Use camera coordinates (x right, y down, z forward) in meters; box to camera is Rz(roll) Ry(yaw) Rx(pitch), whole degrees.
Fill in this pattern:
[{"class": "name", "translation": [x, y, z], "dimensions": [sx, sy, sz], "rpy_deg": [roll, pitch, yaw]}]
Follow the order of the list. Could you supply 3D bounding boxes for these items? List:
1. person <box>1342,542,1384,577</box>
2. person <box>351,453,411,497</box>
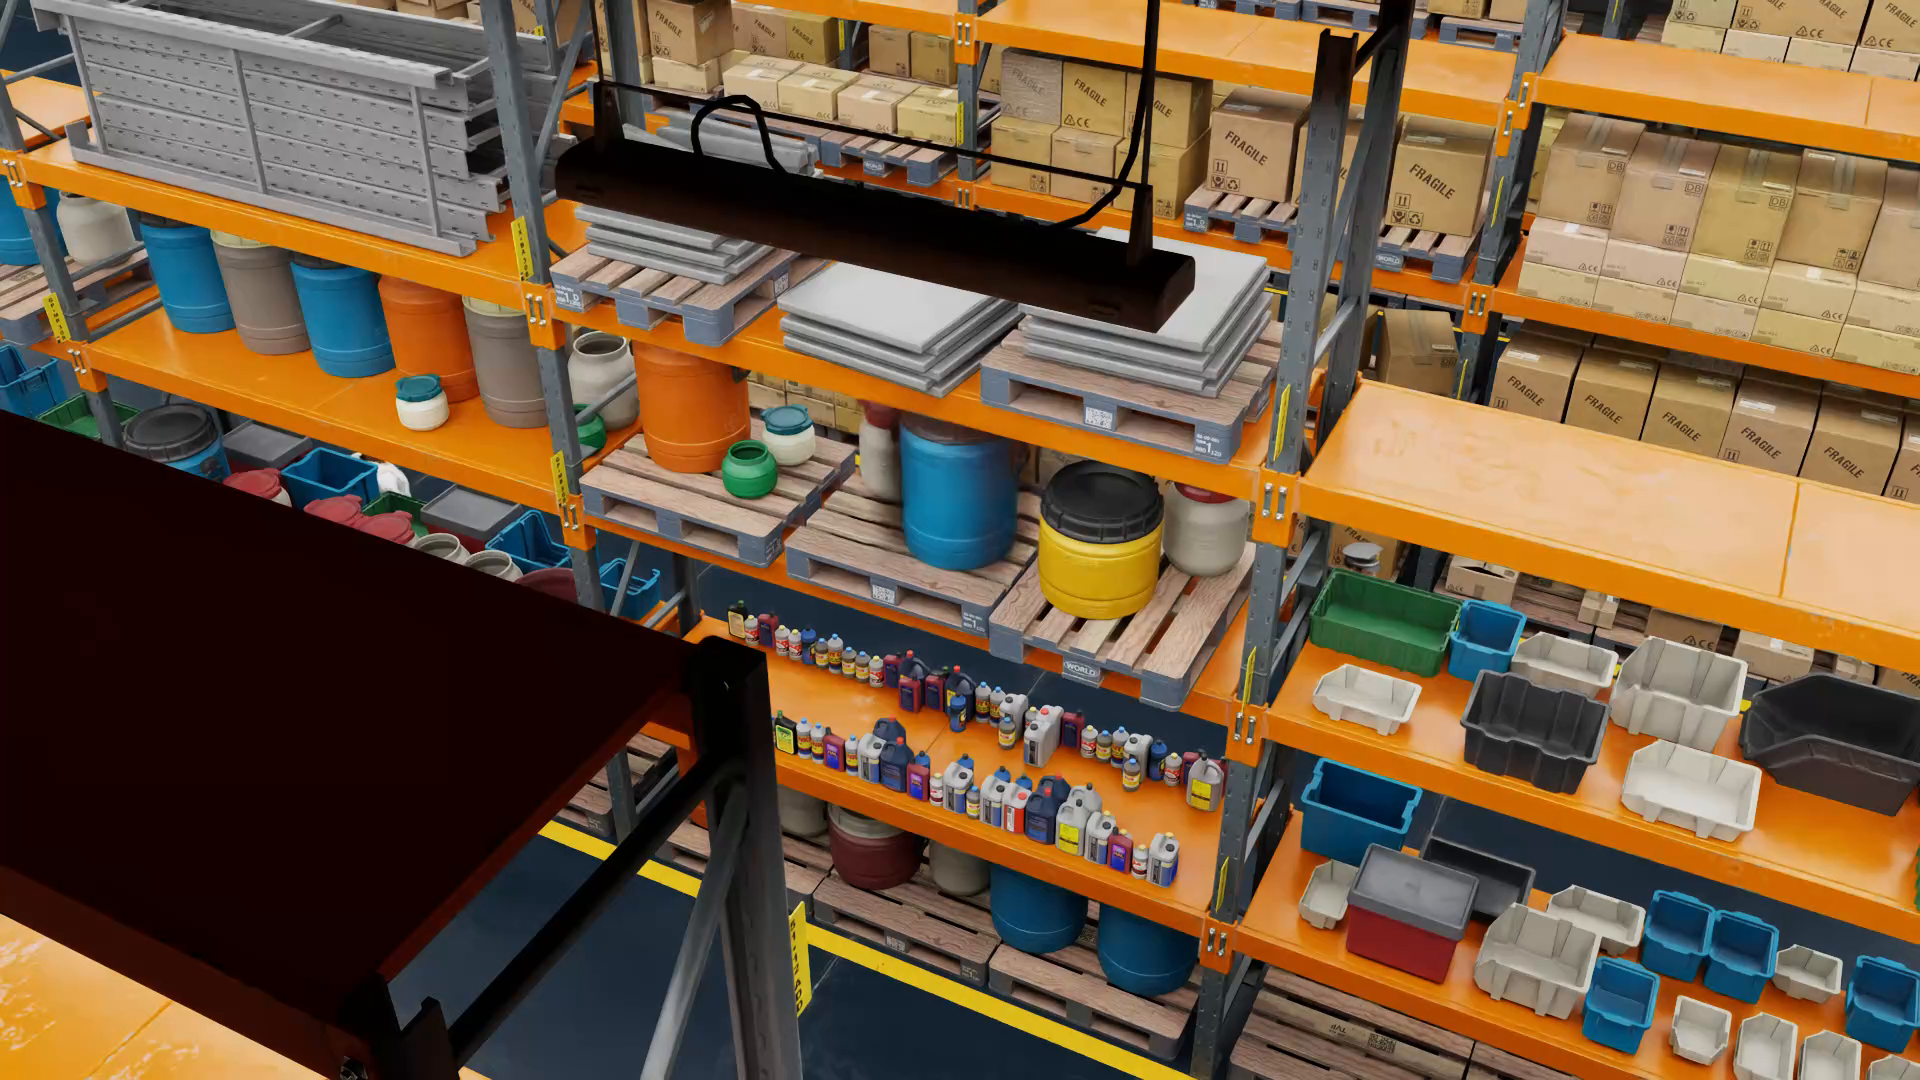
[{"class": "person", "translation": [2.582, 0.696, 11.426], "dimensions": [0.513, 1.673, 0.470], "rpy_deg": [-23, 41, -29]}, {"class": "person", "translation": [-4.227, -0.143, 12.544], "dimensions": [0.819, 1.750, 0.618], "rpy_deg": [-25, 42, -31]}]
